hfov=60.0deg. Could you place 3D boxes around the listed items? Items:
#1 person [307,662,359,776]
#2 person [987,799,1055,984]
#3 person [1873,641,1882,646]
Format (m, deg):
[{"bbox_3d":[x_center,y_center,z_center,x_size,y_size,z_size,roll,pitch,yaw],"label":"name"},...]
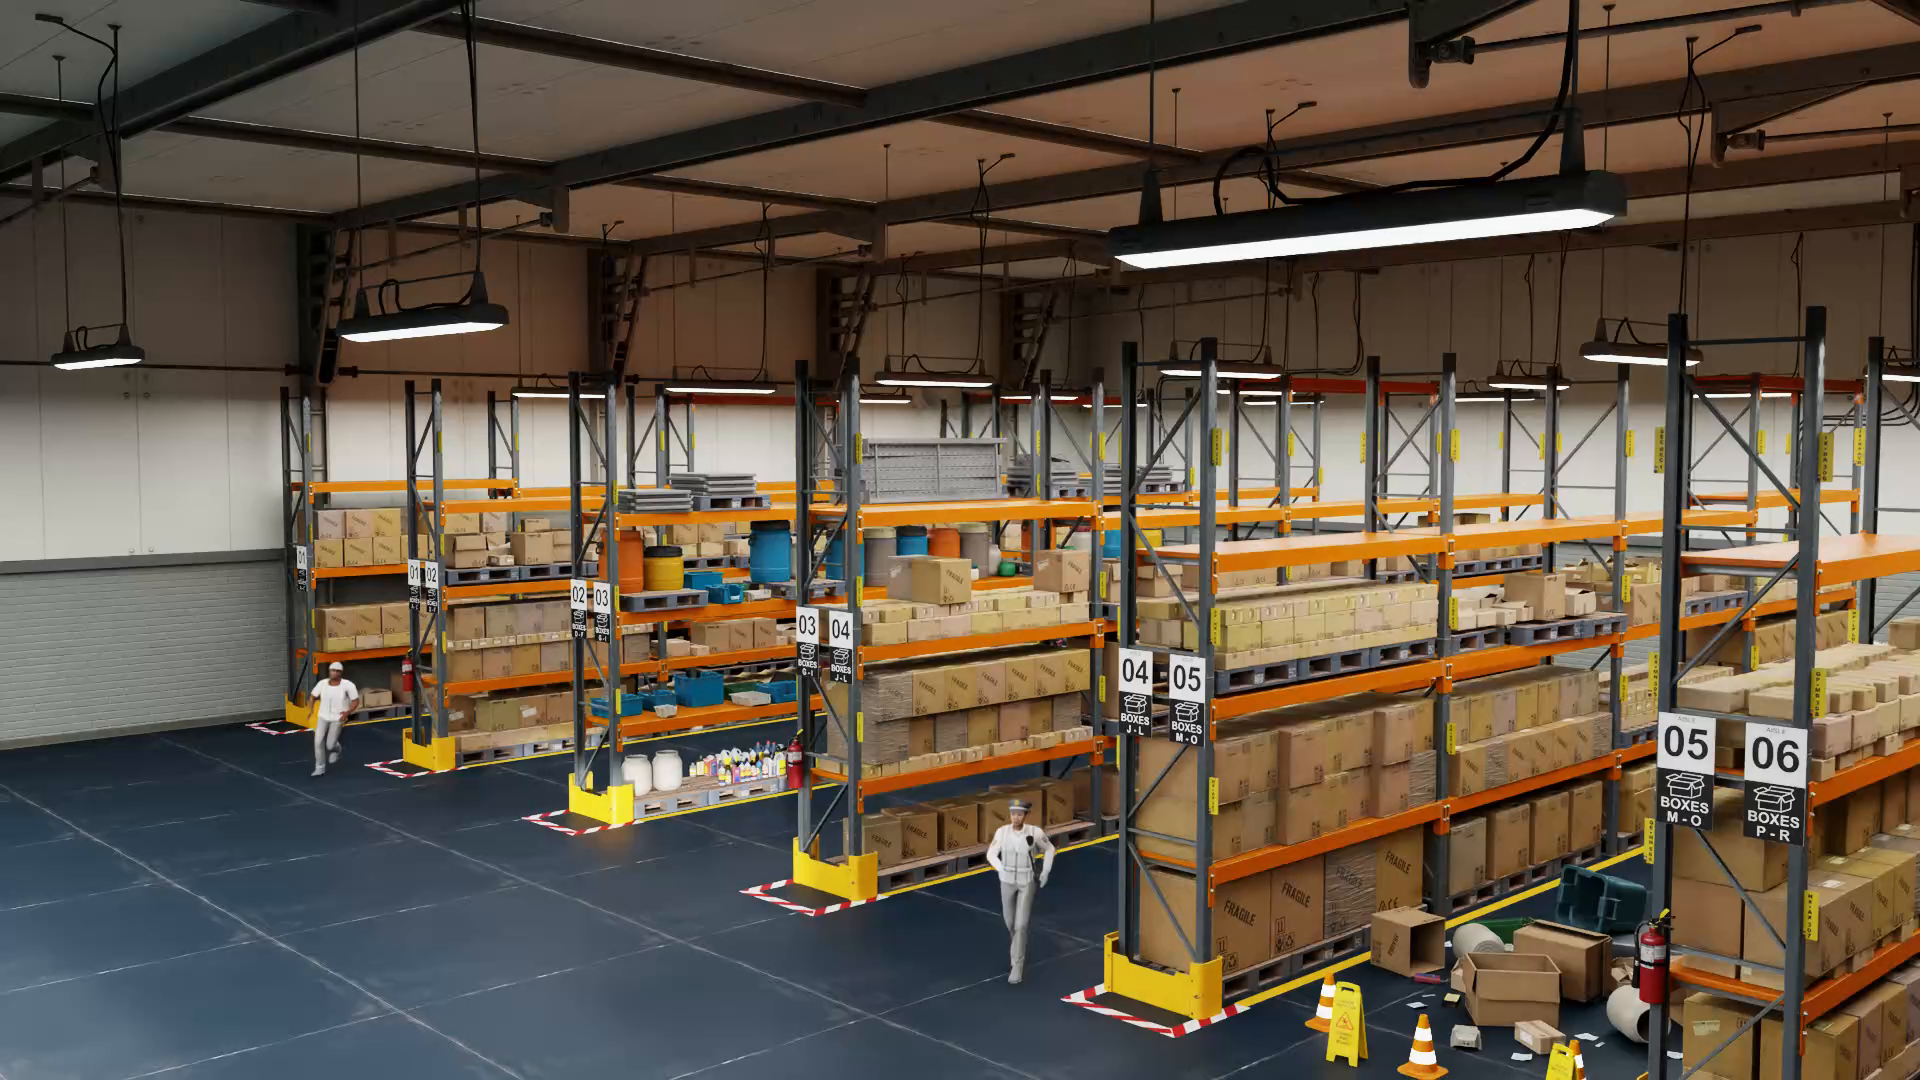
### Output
[{"bbox_3d":[-9.527,2.702,25.268,0.742,1.700,0.663,0,4,-2],"label":"person"},{"bbox_3d":[0.577,3.305,15.970,0.637,1.705,0.814,1,4,13],"label":"person"},{"bbox_3d":[14.861,2.537,27.172,0.964,1.779,0.669,2,4,23],"label":"person"}]
